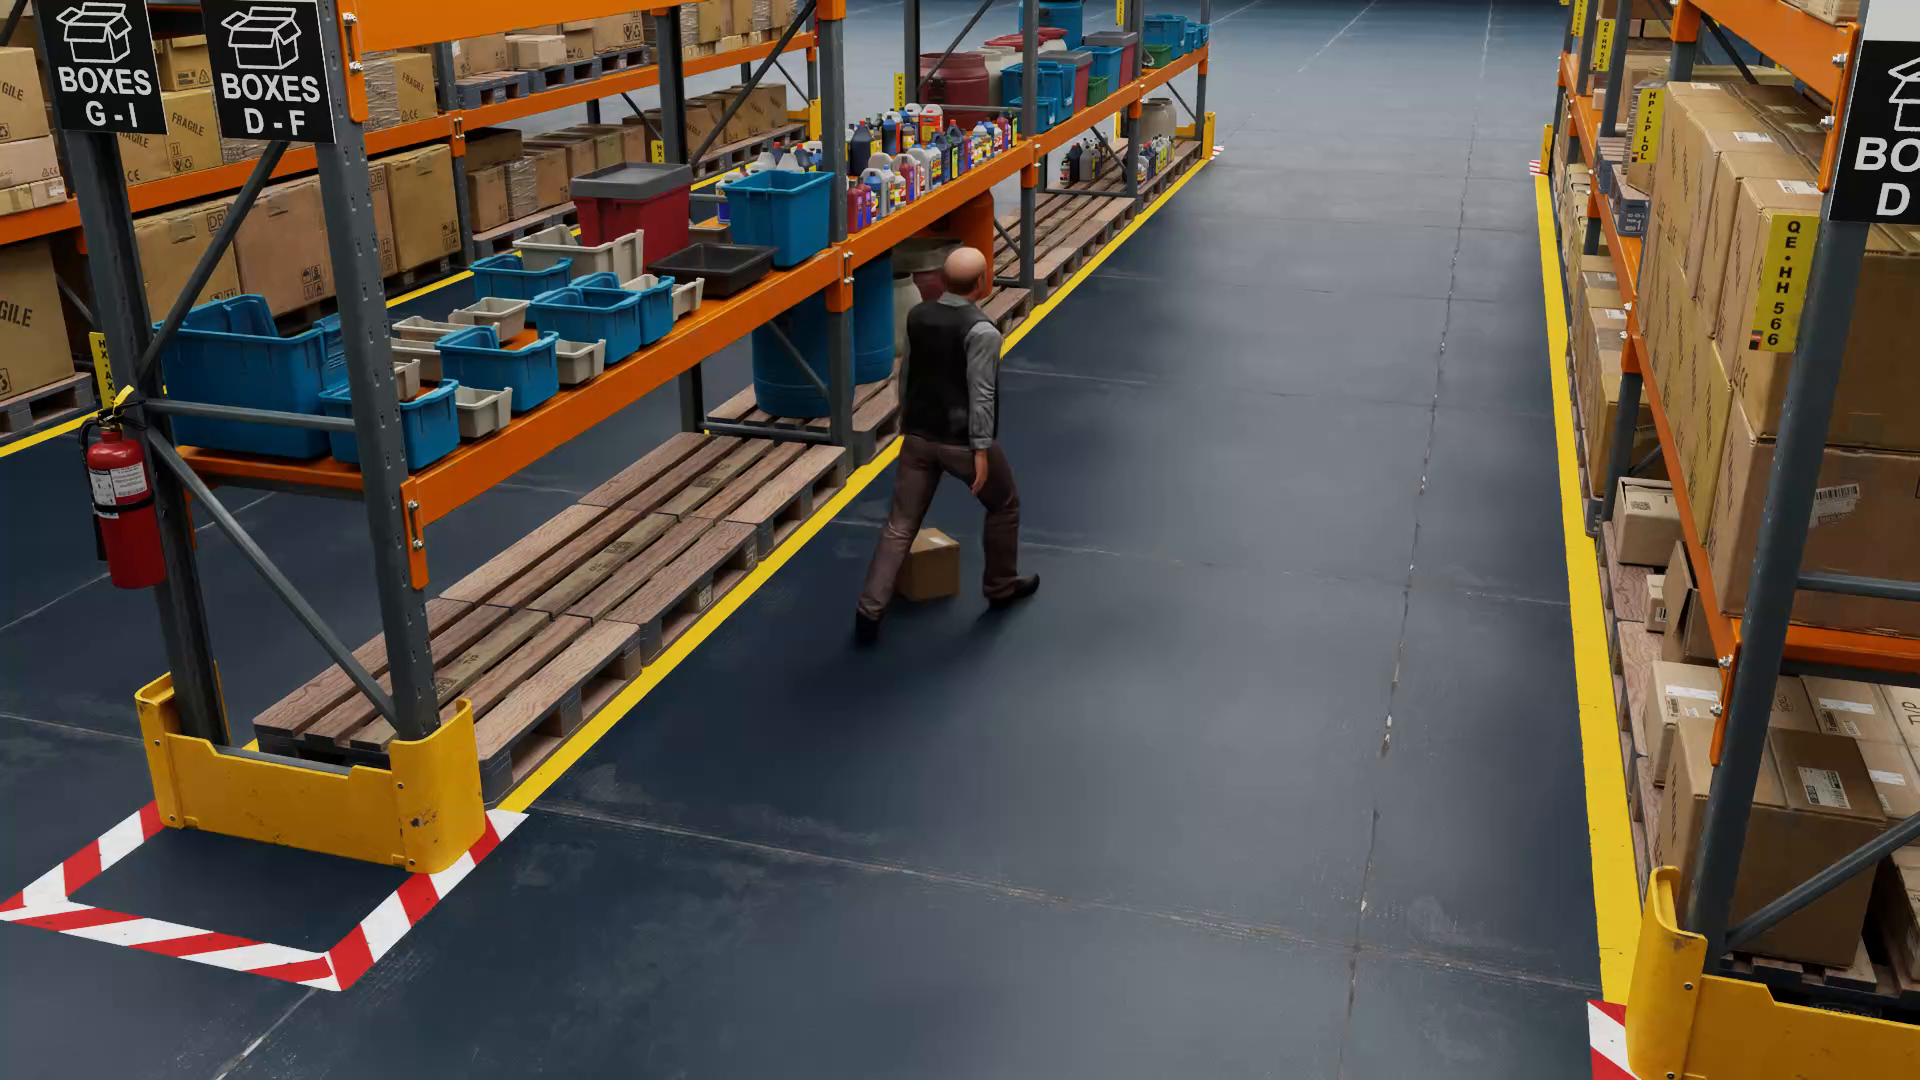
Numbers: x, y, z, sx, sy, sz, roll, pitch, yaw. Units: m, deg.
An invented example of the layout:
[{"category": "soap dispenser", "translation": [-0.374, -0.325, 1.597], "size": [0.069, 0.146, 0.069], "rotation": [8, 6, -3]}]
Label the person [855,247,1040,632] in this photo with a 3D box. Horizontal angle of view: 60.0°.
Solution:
[{"category": "person", "translation": [-0.071, -0.430, 7.259], "size": [0.569, 1.668, 0.958], "rotation": [16, 27, 34]}]
